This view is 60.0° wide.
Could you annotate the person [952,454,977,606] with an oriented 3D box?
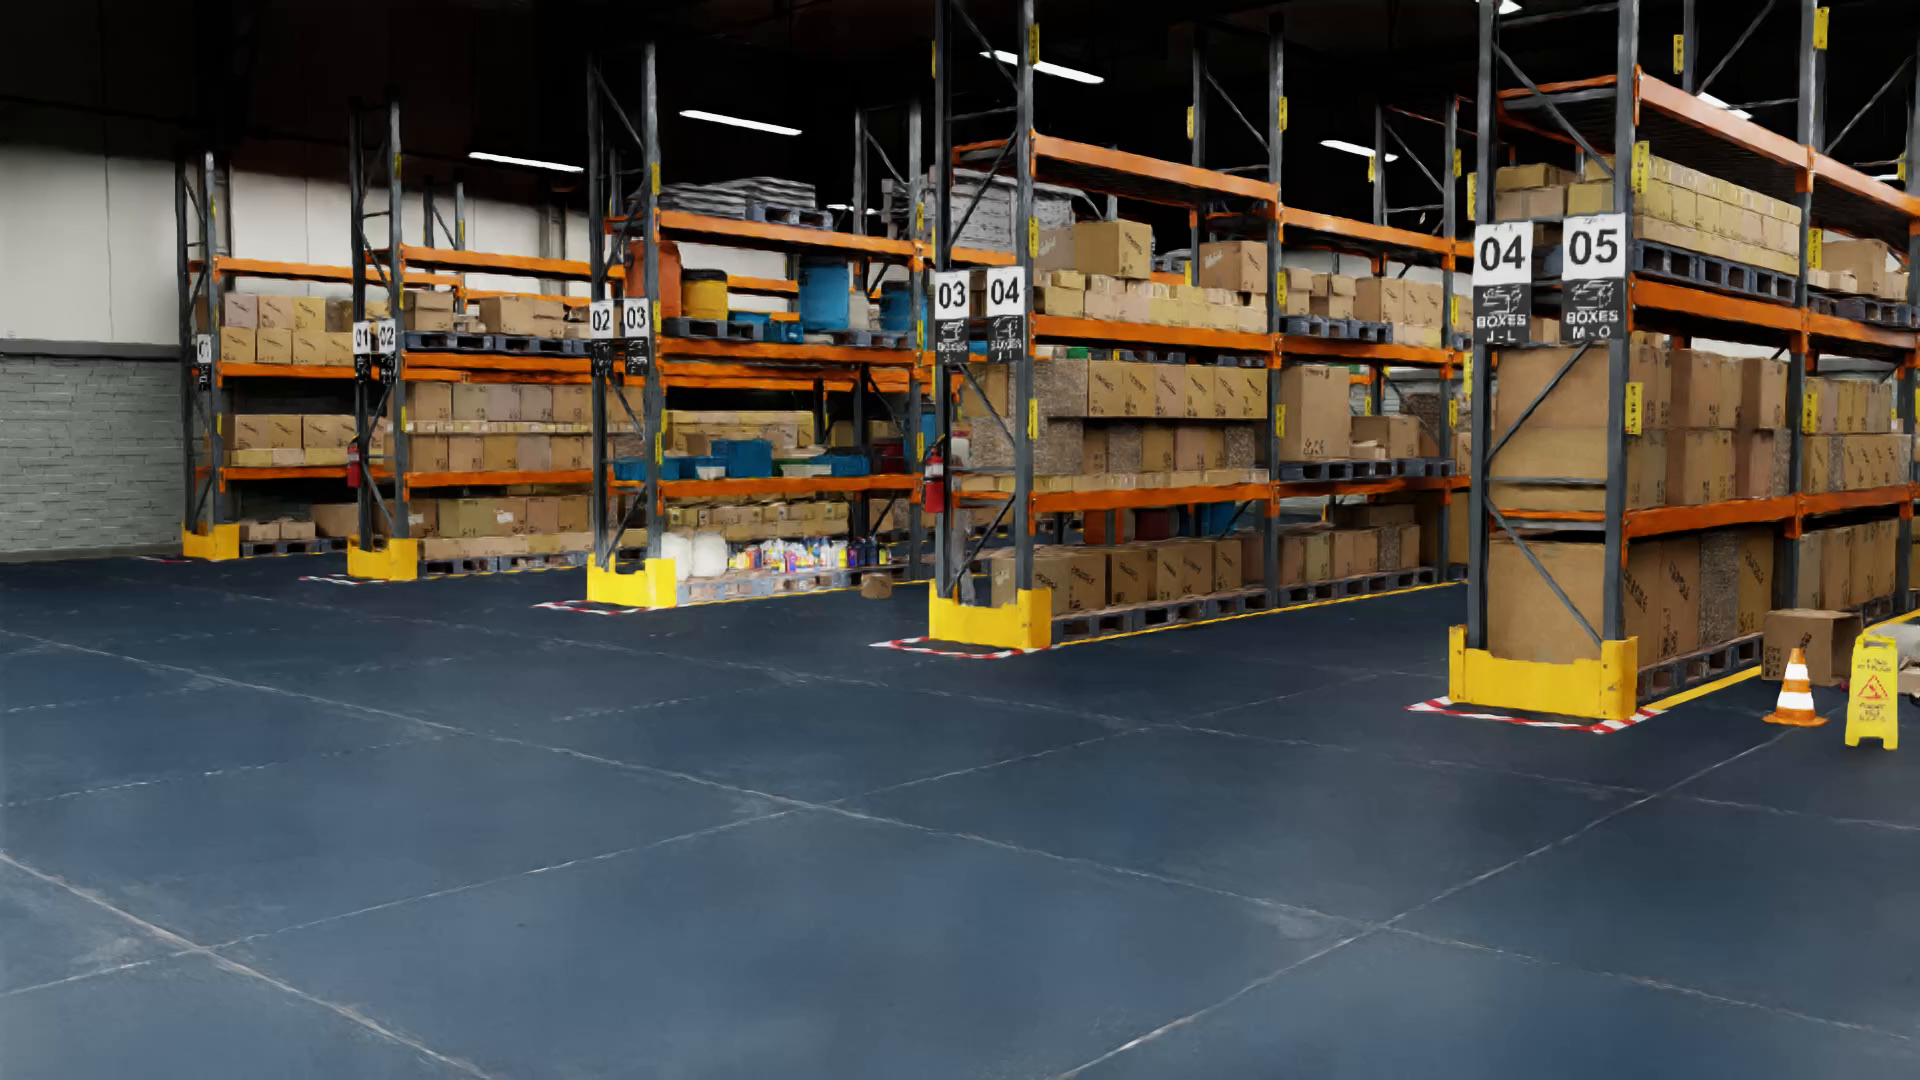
[{"bbox_3d":[-0.070,-0.078,16.719,0.576,1.582,0.543,2,4,22],"label":"person"}]
